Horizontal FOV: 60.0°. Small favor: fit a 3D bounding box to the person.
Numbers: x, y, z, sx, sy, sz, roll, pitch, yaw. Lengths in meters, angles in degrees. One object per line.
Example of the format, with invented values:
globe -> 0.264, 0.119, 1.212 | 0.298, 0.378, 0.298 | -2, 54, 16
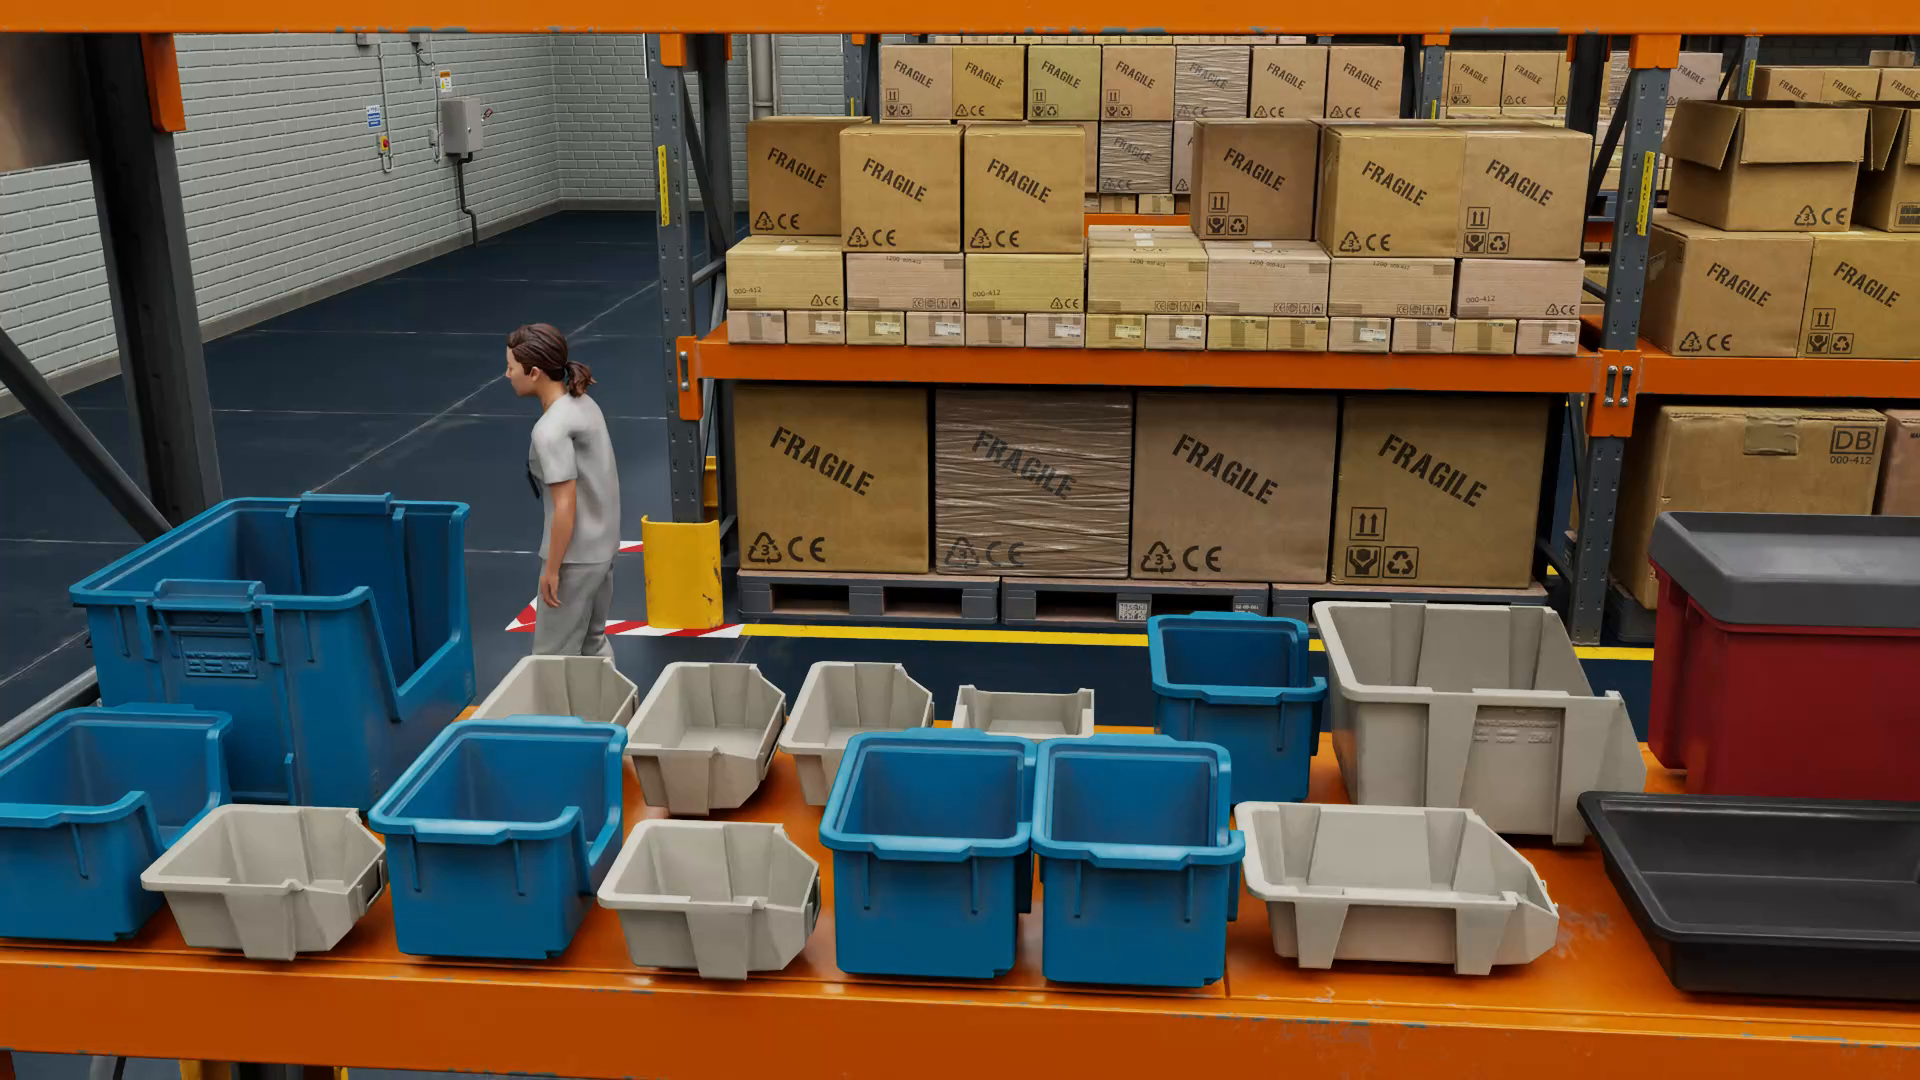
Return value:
person -> -1.408, 0.054, 5.883 | 0.416, 1.671, 0.507 | 0, 18, 1
